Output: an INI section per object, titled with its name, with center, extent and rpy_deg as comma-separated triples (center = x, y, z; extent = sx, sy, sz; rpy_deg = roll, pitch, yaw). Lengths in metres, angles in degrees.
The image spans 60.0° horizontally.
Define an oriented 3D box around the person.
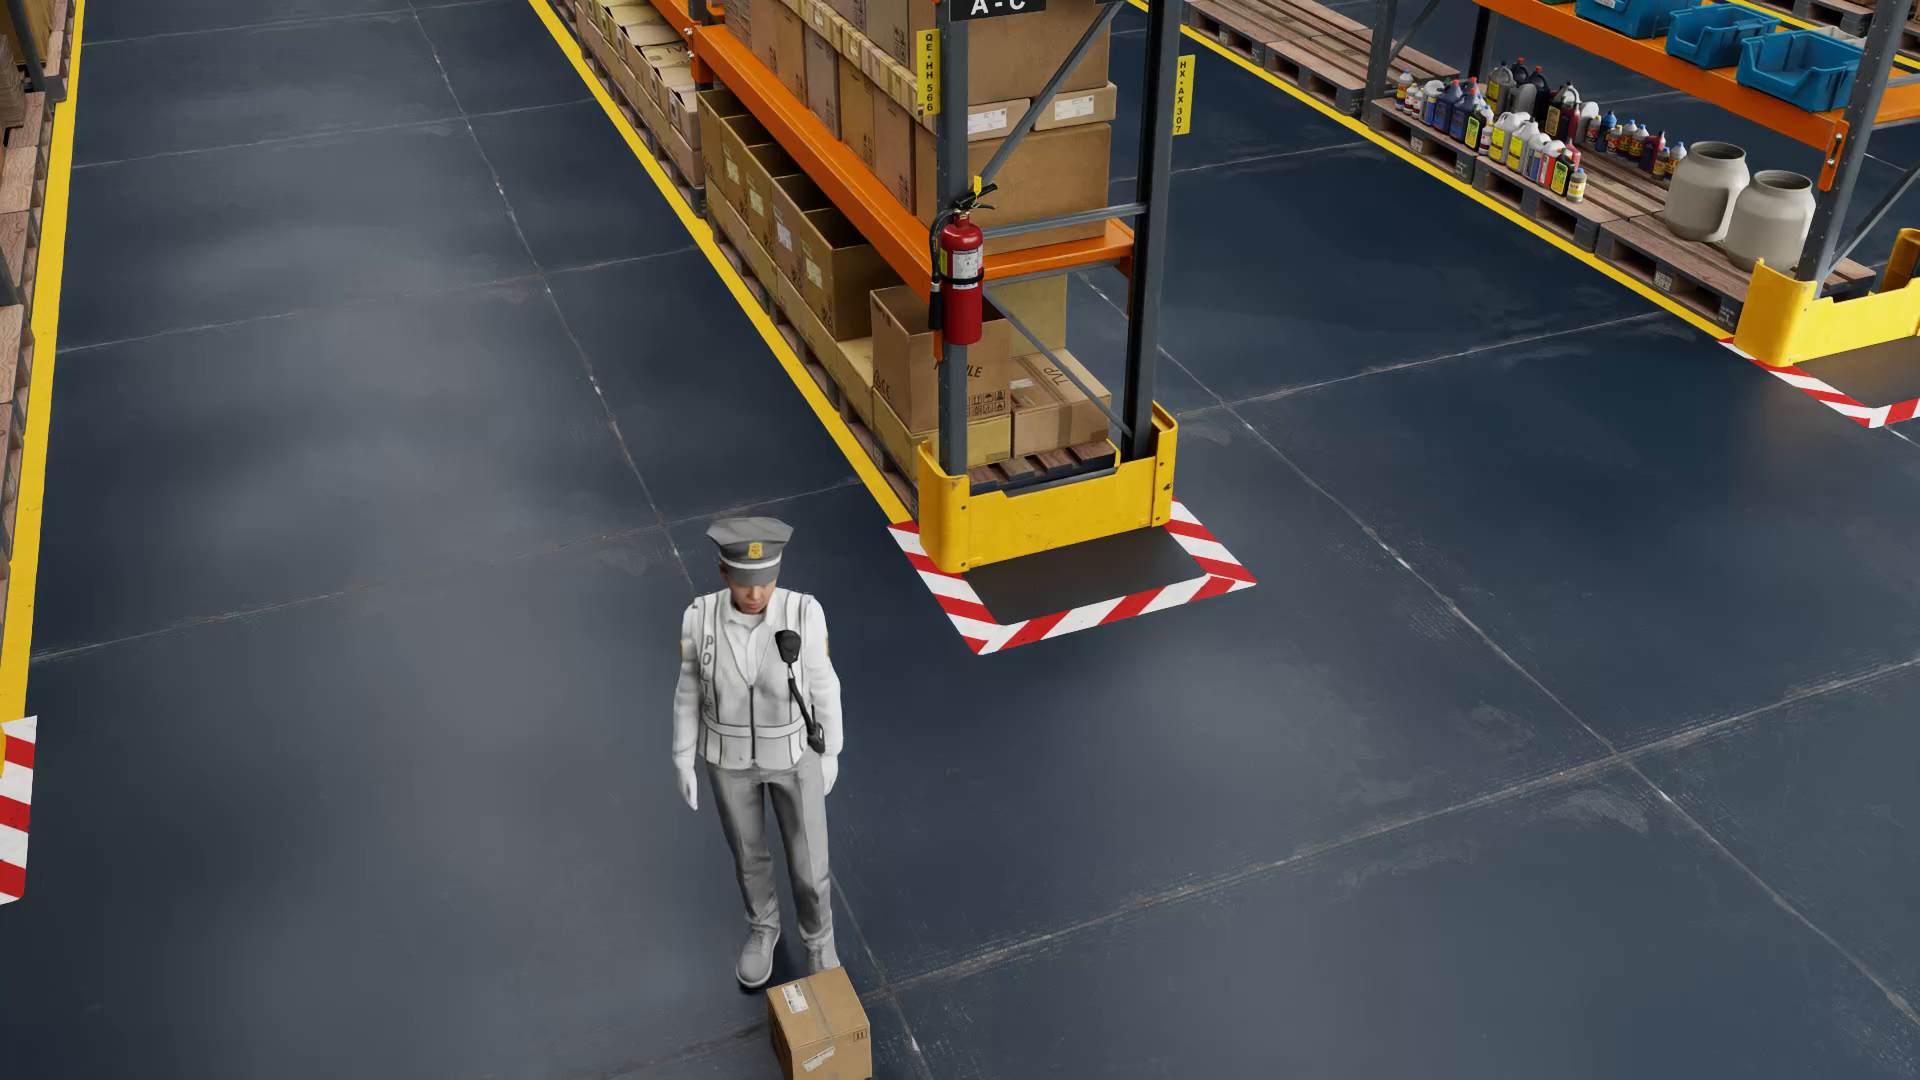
[person]
center = -0.621, 0.695, 5.113
extent = 0.517, 1.728, 0.386
rpy_deg = 1, 34, 1
